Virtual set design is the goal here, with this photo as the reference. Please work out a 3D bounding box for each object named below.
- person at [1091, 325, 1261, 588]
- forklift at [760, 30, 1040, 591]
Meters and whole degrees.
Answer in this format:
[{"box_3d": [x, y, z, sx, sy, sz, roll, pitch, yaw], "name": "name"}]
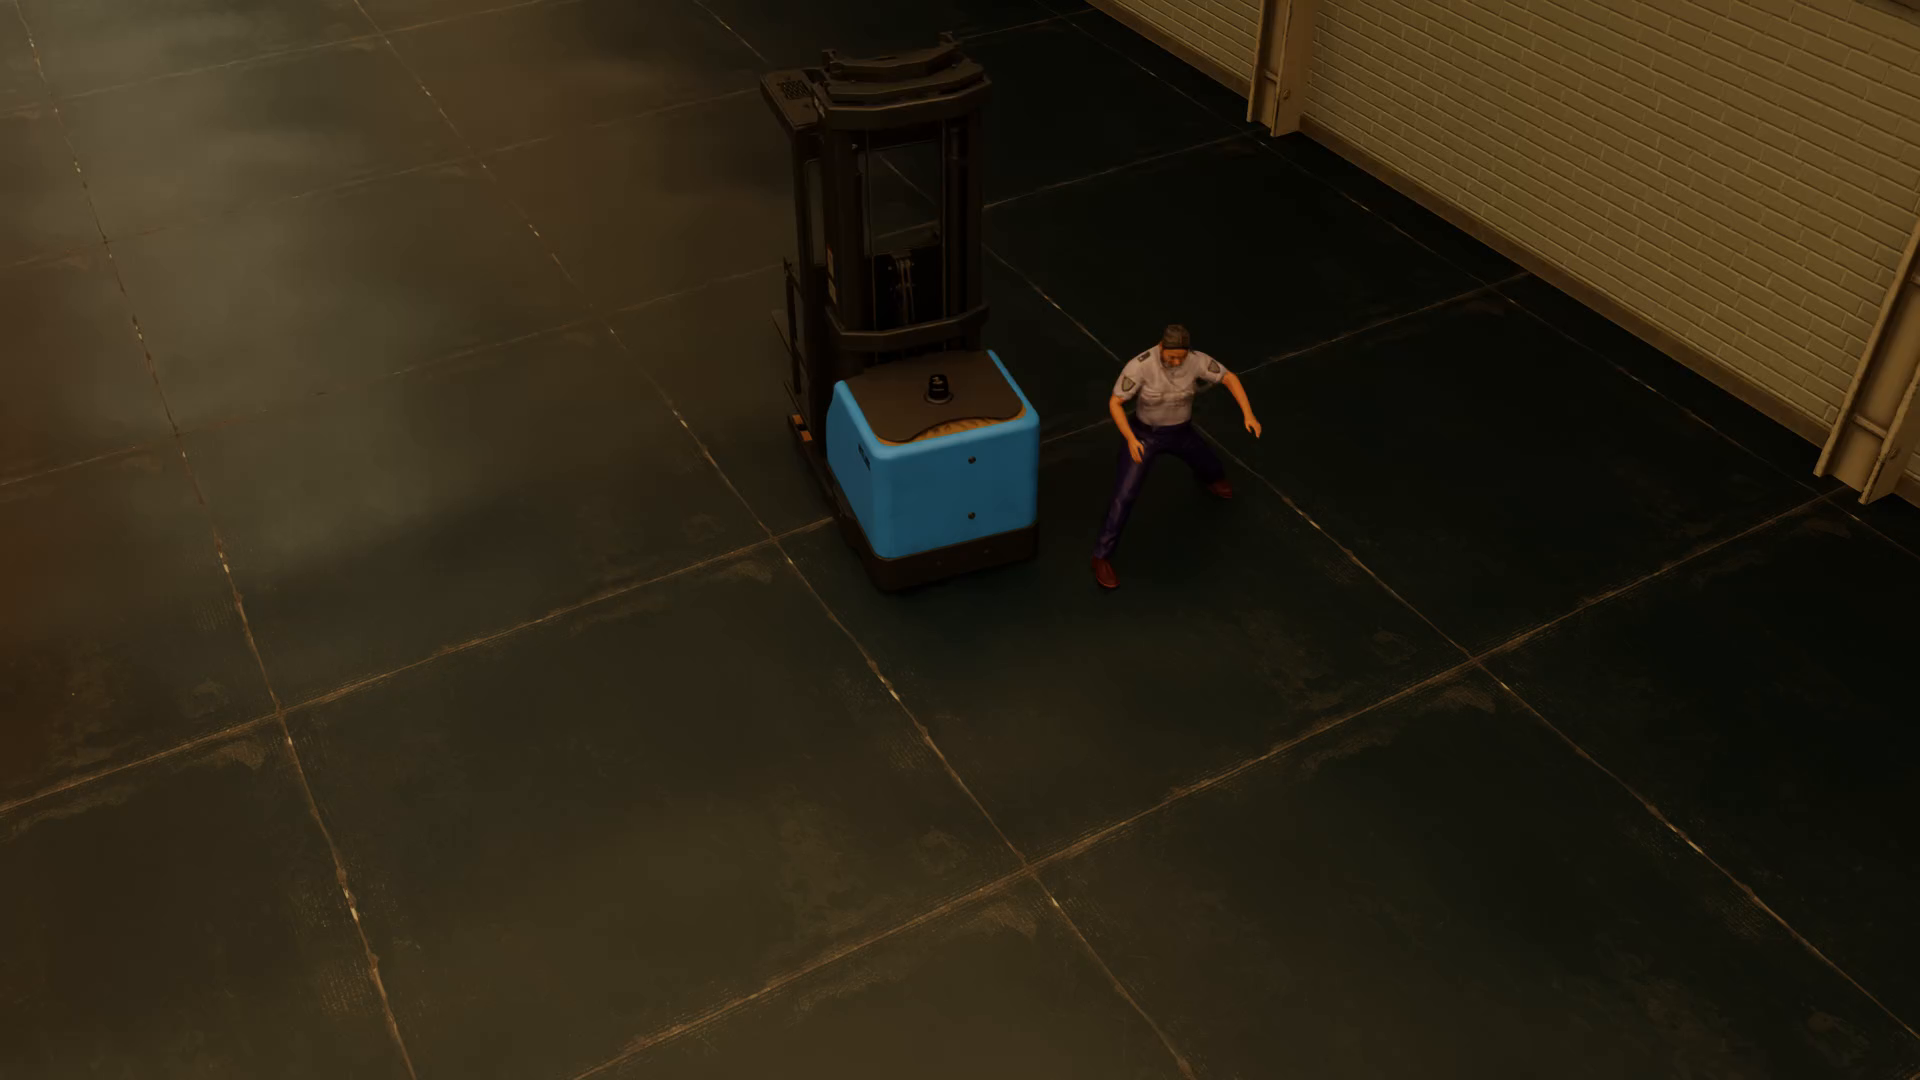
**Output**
[{"box_3d": [1.282, -0.605, 9.934, 1.107, 1.477, 0.959, -8, 40, -10], "name": "person"}, {"box_3d": [-0.512, -1.775, 10.176, 1.130, 2.935, 3.031, -13, 42, -16], "name": "forklift"}]
